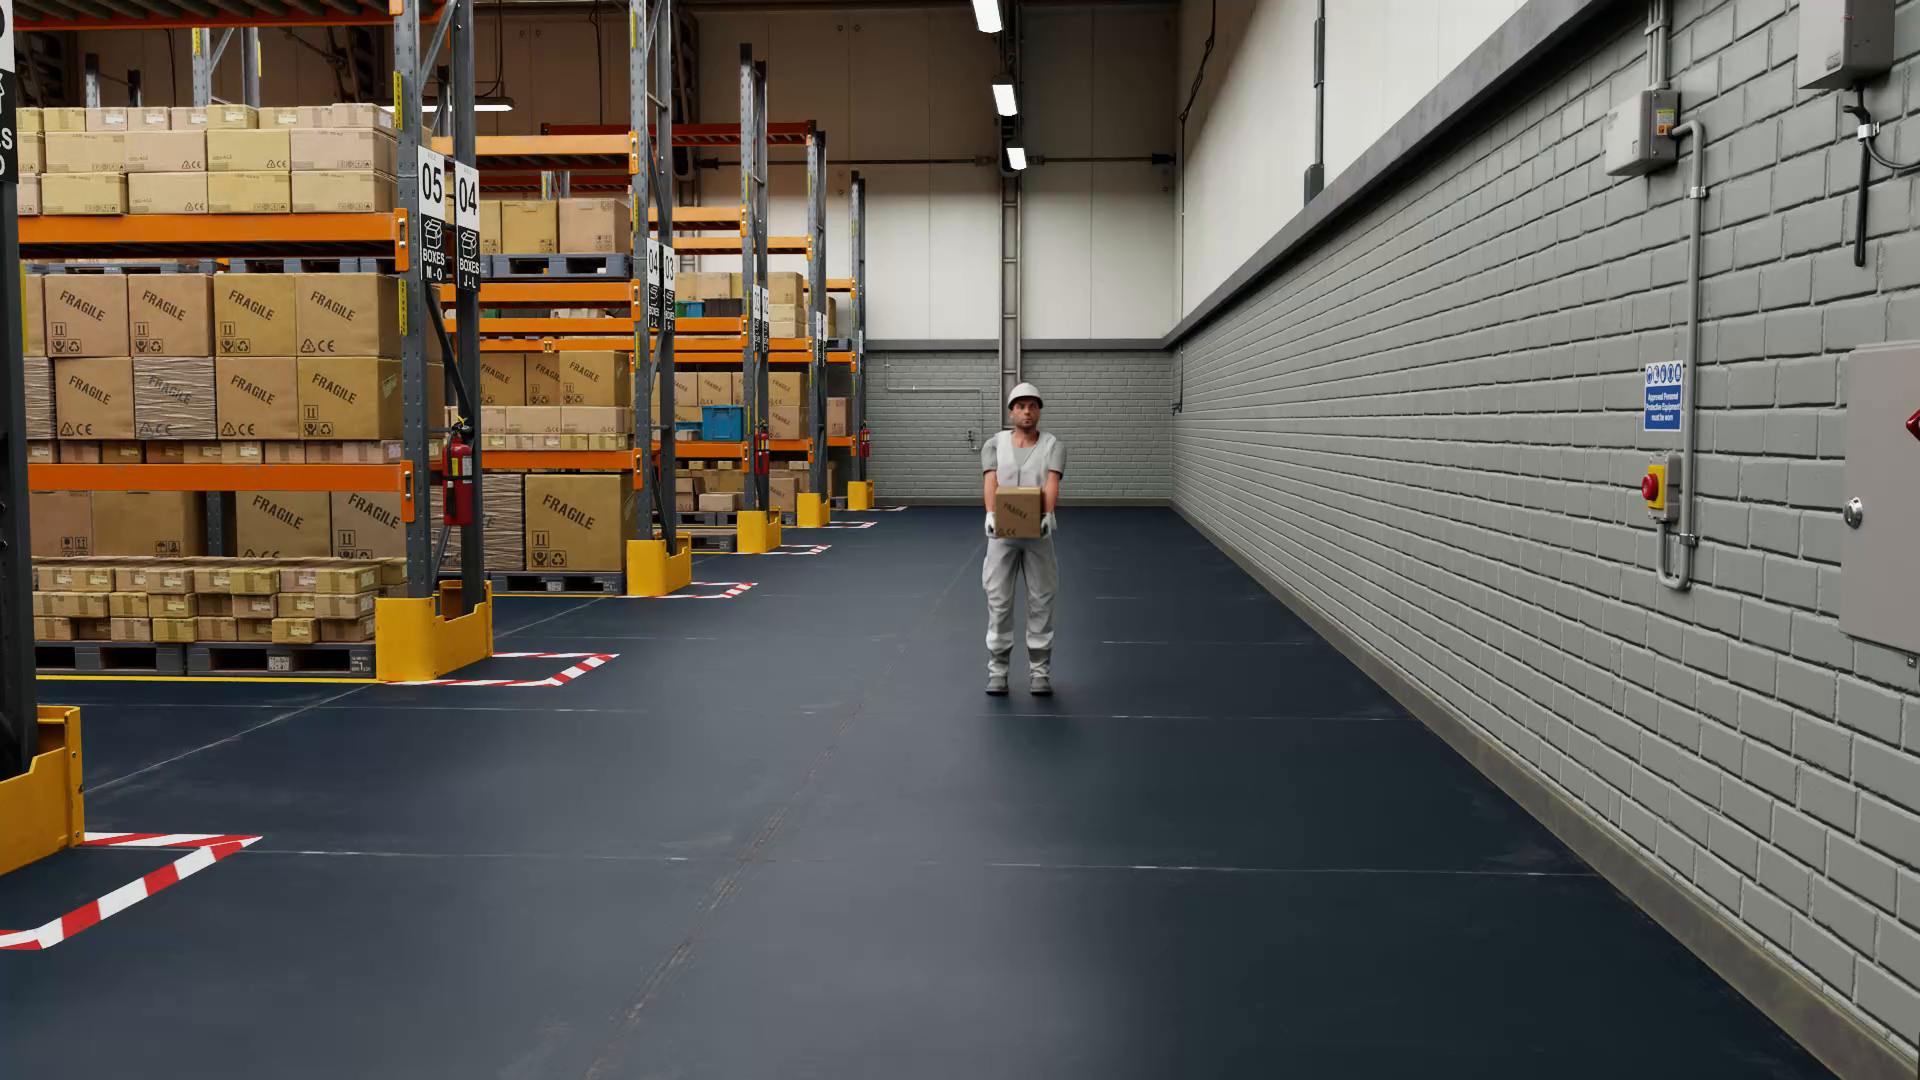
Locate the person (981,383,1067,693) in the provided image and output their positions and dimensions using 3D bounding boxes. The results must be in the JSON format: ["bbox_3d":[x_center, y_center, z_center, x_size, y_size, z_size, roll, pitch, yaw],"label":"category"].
[{"bbox_3d":[0.357,-0.004,9.492,0.494,1.783,0.568,0,4,5],"label":"person"}]
